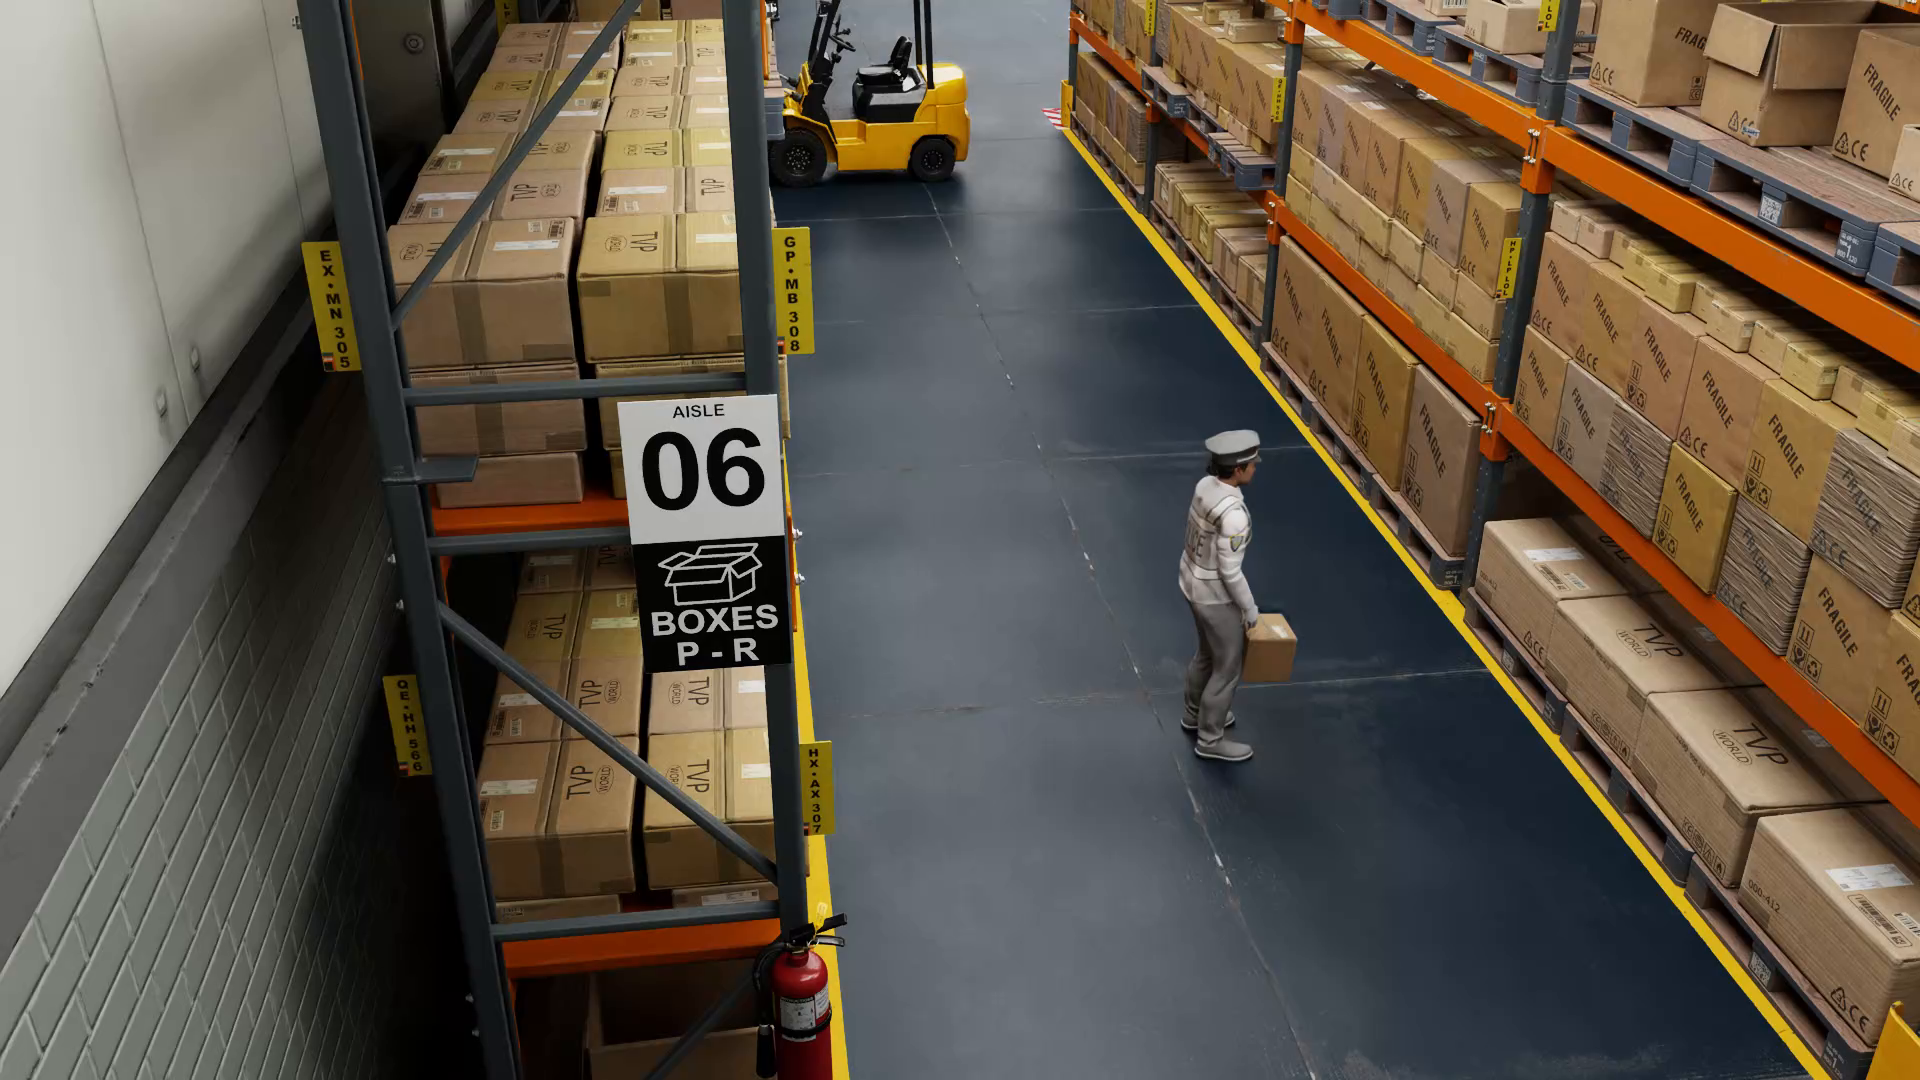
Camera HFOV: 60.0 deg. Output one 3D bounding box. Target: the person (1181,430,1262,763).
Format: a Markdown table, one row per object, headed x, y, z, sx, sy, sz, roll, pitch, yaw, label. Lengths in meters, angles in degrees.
| x | y | z | sx | sy | sz | roll | pitch | yaw | label |
| --- | --- | --- | --- | --- | --- | --- | --- | --- | --- |
| 1.271 | 0.275 | 8.072 | 0.346 | 1.673 | 0.438 | -4 | 28 | -8 | person |
